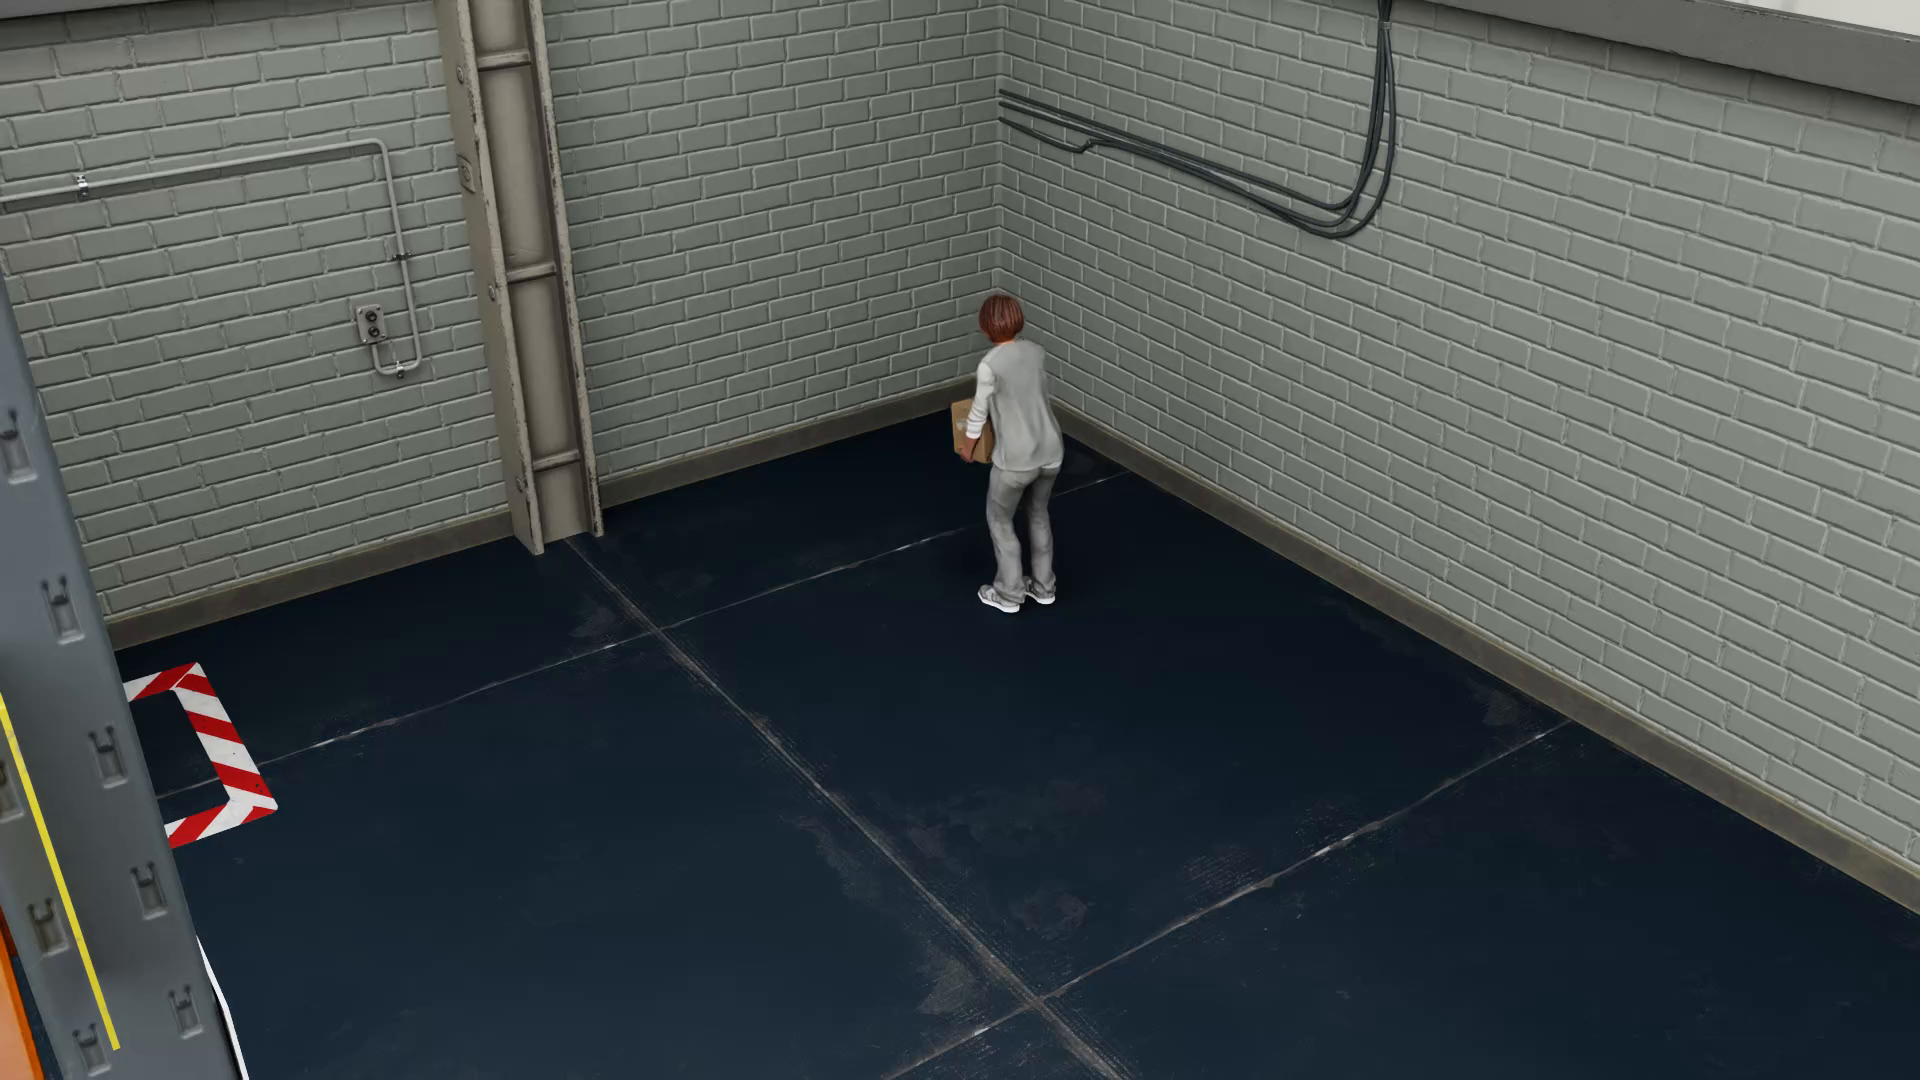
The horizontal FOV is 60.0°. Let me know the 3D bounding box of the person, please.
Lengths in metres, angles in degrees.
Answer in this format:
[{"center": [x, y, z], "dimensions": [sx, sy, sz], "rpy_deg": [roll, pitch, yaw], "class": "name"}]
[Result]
[{"center": [0.249, -0.398, 7.899], "dimensions": [0.373, 1.560, 0.532], "rpy_deg": [-20, 35, -31], "class": "person"}]
